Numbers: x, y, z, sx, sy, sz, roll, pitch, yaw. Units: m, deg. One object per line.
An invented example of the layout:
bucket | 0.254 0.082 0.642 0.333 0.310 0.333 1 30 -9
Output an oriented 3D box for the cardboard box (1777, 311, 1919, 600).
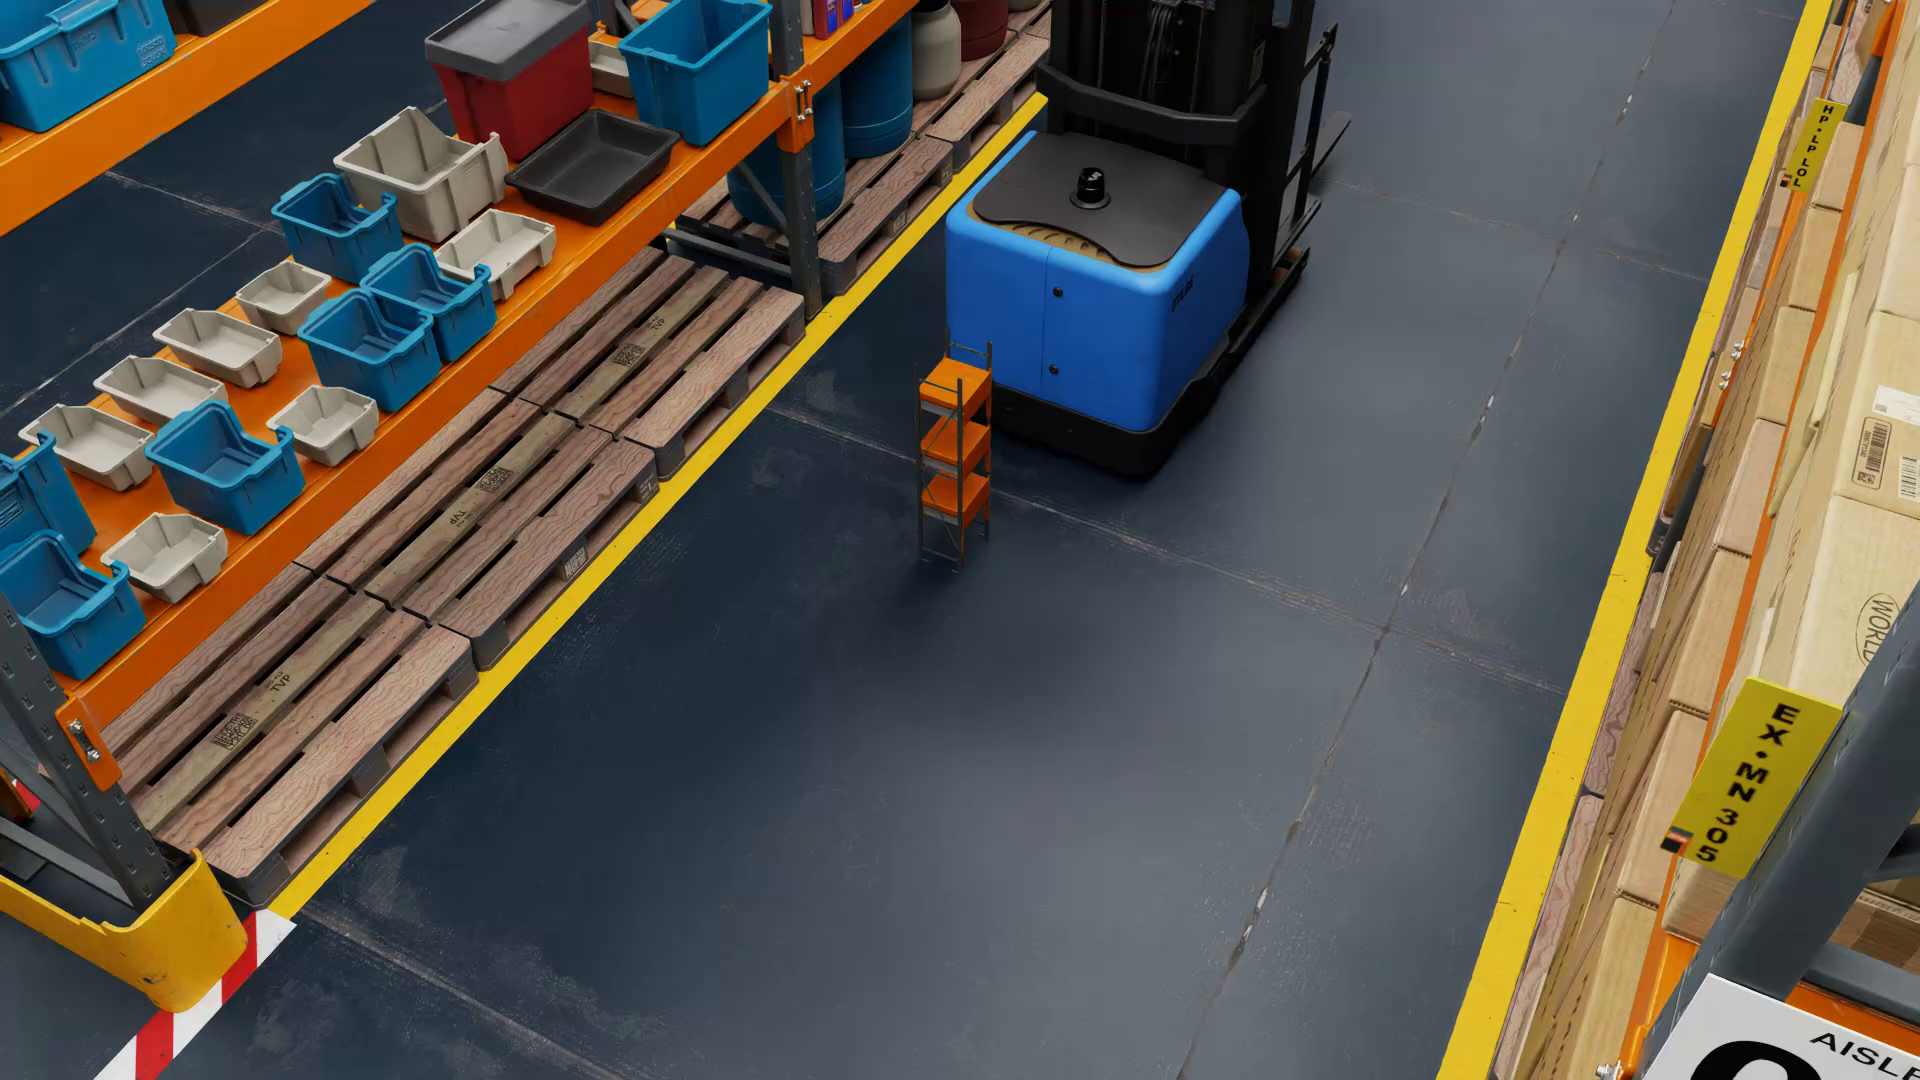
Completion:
cardboard box | 1.631 -0.060 2.625 0.500 0.250 0.500 20 49 19

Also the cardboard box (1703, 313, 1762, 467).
cardboard box | 2.765 -0.483 5.328 0.500 0.500 0.500 22 49 20

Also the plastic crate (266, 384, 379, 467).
plastic crate | -2.056 -0.374 5.434 0.250 0.136 0.298 20 49 19

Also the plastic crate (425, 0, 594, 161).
plastic crate | -1.779 -1.881 6.693 0.402 0.464 0.583 20 49 19

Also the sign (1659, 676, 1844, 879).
sign | 0.904 0.279 1.913 0.100 0.325 0.005 20 49 19

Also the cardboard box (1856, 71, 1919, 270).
cardboard box | 2.092 -0.690 3.248 0.500 0.250 0.500 20 49 19

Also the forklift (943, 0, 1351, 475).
forklift | 1.084 -2.356 7.297 1.130 2.935 3.031 22 49 20

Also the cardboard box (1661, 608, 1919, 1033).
cardboard box | 1.391 0.428 2.494 0.500 0.250 0.500 20 49 19

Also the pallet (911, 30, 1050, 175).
pallet | -0.182 -2.580 9.432 1.003 0.211 1.213 20 49 19

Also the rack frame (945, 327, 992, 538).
rack frame | 0.032 -0.412 6.699 0.200 1.050 0.008 20 49 19

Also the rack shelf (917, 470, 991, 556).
rack shelf | -0.025 -0.133 6.828 0.215 0.259 0.240 20 49 19

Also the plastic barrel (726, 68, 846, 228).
plastic barrel | -0.875 -2.064 8.141 0.600 0.901 0.708 20 49 19

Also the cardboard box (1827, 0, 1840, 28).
cardboard box | 5.364 -3.118 9.640 0.500 0.250 0.500 20 49 19

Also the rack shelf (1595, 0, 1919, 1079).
rack shelf | 2.315 -0.221 3.536 1.077 0.370 4.000 20 49 19

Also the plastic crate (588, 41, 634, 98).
plastic crate | -1.485 -1.999 7.040 0.396 0.136 0.243 20 49 19

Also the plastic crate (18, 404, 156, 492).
plastic crate | -2.781 -0.299 5.360 0.396 0.136 0.243 20 49 19

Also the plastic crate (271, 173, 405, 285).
plastic crate | -2.273 -1.138 6.121 0.416 0.233 0.300 20 49 19

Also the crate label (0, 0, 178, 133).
crate label | -2.285 -1.274 4.175 0.408 0.251 0.502 20 49 19

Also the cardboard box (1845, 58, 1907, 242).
cardboard box | 2.329 -0.828 3.736 0.500 0.250 0.500 20 49 19

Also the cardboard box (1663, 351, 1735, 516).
cardboard box | 3.218 -0.361 6.725 0.500 0.500 0.500 20 49 19

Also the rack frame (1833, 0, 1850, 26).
rack frame | 5.100 -3.199 8.083 1.000 3.000 0.127 20 49 19

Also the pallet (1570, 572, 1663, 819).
pallet | 2.923 0.734 6.157 1.003 0.211 1.213 20 49 19

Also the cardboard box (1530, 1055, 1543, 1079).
cardboard box | 1.353 1.434 3.434 0.500 0.500 0.500 22 49 20

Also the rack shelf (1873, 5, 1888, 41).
rack shelf | 4.171 -2.741 6.026 1.077 0.370 4.000 20 49 19

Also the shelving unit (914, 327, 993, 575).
shelving unit | -0.025 -0.335 6.623 0.215 1.050 0.252 20 49 19

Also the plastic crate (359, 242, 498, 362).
plastic crate | -1.843 -0.825 5.811 0.416 0.233 0.300 20 49 19

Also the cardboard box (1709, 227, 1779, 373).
cardboard box | 3.688 -0.985 7.343 0.500 0.500 0.500 21 49 20

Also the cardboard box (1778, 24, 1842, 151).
cardboard box | 4.635 -2.283 8.625 0.500 0.500 0.500 22 49 21

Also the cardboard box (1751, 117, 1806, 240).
cardboard box | 4.160 -1.637 7.987 0.500 0.500 0.500 20 49 19

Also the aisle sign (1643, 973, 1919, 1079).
aisle sign | 1.083 0.869 2.234 0.394 0.787 0.004 20 49 19

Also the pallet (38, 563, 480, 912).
pallet | -2.582 0.676 6.213 1.003 0.211 1.213 20 49 19

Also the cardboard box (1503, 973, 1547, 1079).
cardboard box | 1.888 1.640 4.924 0.500 0.250 0.500 20 49 19

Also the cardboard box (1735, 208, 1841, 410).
cardboard box | 2.536 -0.537 4.678 0.500 0.500 0.500 19 48 18

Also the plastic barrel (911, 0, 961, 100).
plastic barrel | -0.205 -2.699 9.043 0.421 0.512 0.421 0 45 0

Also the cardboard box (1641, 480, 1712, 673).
cardboard box | 2.296 0.155 4.698 0.500 0.500 0.500 20 49 19

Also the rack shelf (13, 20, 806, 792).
rack shelf | -2.071 -0.804 6.221 1.077 0.370 4.000 20 49 19

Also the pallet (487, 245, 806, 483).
pallet | -1.450 -0.861 7.732 1.003 0.211 1.213 20 49 19

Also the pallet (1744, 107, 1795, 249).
pallet | 4.720 -1.761 8.622 1.003 0.211 1.213 20 49 19

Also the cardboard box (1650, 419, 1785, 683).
cardboard box | 2.058 0.113 4.036 0.500 0.500 0.500 22 49 20

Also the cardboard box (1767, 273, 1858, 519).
cardboard box | 1.853 -0.202 3.117 0.500 0.250 0.500 20 49 19

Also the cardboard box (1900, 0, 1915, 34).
cardboard box | 2.798 -1.456 4.357 0.500 0.250 0.500 20 49 19

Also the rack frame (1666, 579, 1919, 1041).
rack frame | 1.386 -0.268 0.968 1.000 3.000 0.127 20 49 19

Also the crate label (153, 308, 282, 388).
crate label | -2.526 -0.660 5.717 0.396 0.136 0.243 20 49 19

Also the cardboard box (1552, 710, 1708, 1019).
cardboard box | 1.583 0.764 3.392 0.500 0.500 0.500 22 49 20

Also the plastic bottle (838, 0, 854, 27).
plastic bottle | -0.533 -2.450 7.424 0.061 0.283 0.133 20 49 19

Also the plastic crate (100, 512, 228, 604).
plastic crate | -2.371 0.053 5.012 0.250 0.136 0.298 20 49 19

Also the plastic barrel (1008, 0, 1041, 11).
plastic barrel | 0.319 -3.411 9.746 0.421 0.512 0.421 0 45 0

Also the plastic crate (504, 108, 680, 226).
plastic crate | -1.424 -1.447 6.503 0.437 0.125 0.590 20 49 19

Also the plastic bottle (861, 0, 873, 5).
plastic bottle | -0.450 -2.586 7.567 0.097 0.271 0.097 0 45 0

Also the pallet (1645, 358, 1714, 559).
pallet | 3.587 -0.224 7.103 1.003 0.211 1.213 20 49 19

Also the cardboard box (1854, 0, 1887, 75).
cardboard box | 4.008 -1.995 6.527 0.700 0.500 0.500 9 46 9

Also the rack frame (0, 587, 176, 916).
rack frame | -2.999 0.203 4.720 1.000 3.000 0.127 20 49 19

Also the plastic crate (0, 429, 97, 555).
plastic crate | -3.009 -0.103 4.956 0.616 0.435 0.499 20 49 19

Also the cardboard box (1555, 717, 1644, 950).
cardboard box | 1.827 0.793 4.067 0.500 0.500 0.500 21 49 19
